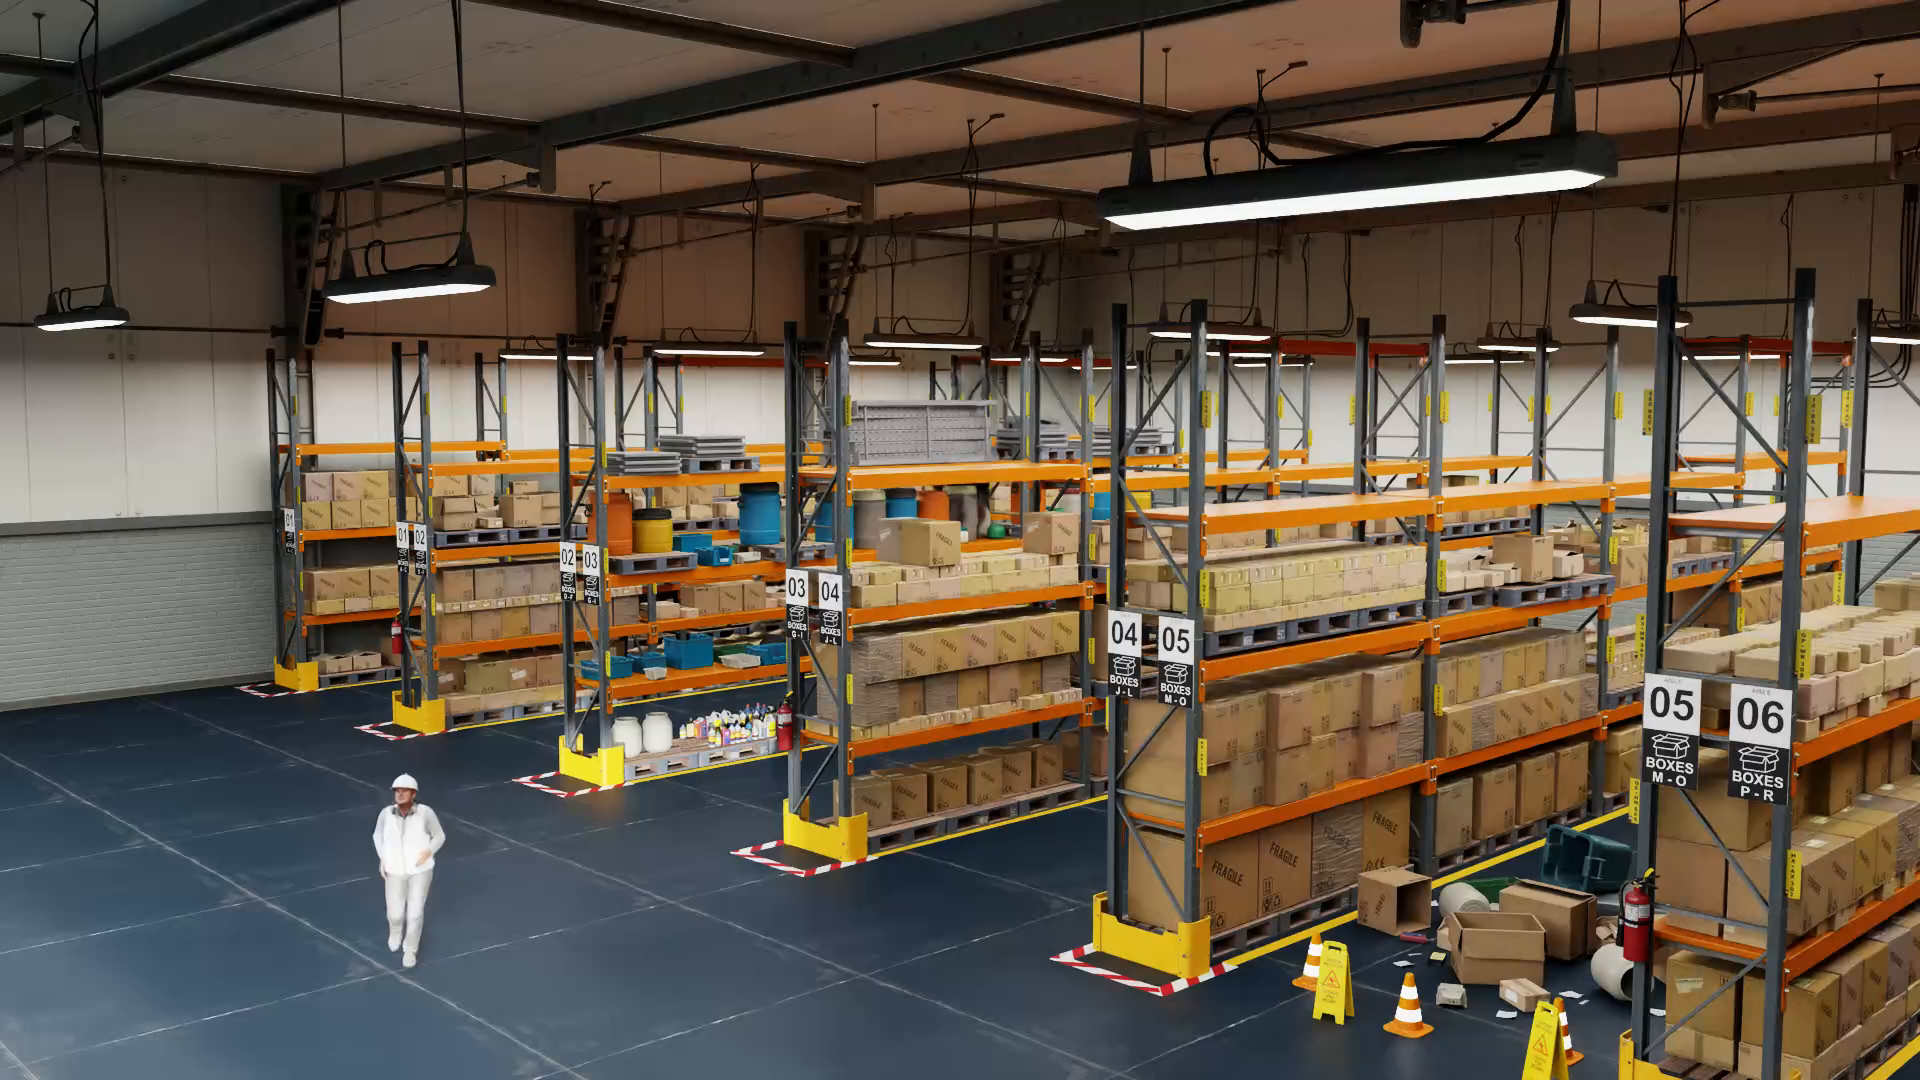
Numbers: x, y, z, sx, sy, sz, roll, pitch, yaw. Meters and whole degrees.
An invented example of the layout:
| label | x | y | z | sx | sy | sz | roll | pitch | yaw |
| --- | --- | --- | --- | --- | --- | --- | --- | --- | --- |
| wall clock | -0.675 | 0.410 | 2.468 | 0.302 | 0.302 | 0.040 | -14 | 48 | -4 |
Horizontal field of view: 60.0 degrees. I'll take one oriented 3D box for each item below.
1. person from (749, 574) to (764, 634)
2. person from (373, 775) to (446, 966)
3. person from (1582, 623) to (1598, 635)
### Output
| label | x | y | z | sx | sy | sz | roll | pitch | yaw |
| --- | --- | --- | --- | --- | --- | --- | --- | --- | --- |
| person | -4.020 | 1.500 | 32.893 | 0.566 | 1.734 | 0.727 | 5 | 7 | 43 |
| person | -5.014 | 2.996 | 15.120 | 0.652 | 1.743 | 0.610 | -1 | 5 | -10 |
| person | 9.468 | 2.135 | 24.919 | 0.803 | 1.777 | 0.647 | -4 | 6 | -38 |
